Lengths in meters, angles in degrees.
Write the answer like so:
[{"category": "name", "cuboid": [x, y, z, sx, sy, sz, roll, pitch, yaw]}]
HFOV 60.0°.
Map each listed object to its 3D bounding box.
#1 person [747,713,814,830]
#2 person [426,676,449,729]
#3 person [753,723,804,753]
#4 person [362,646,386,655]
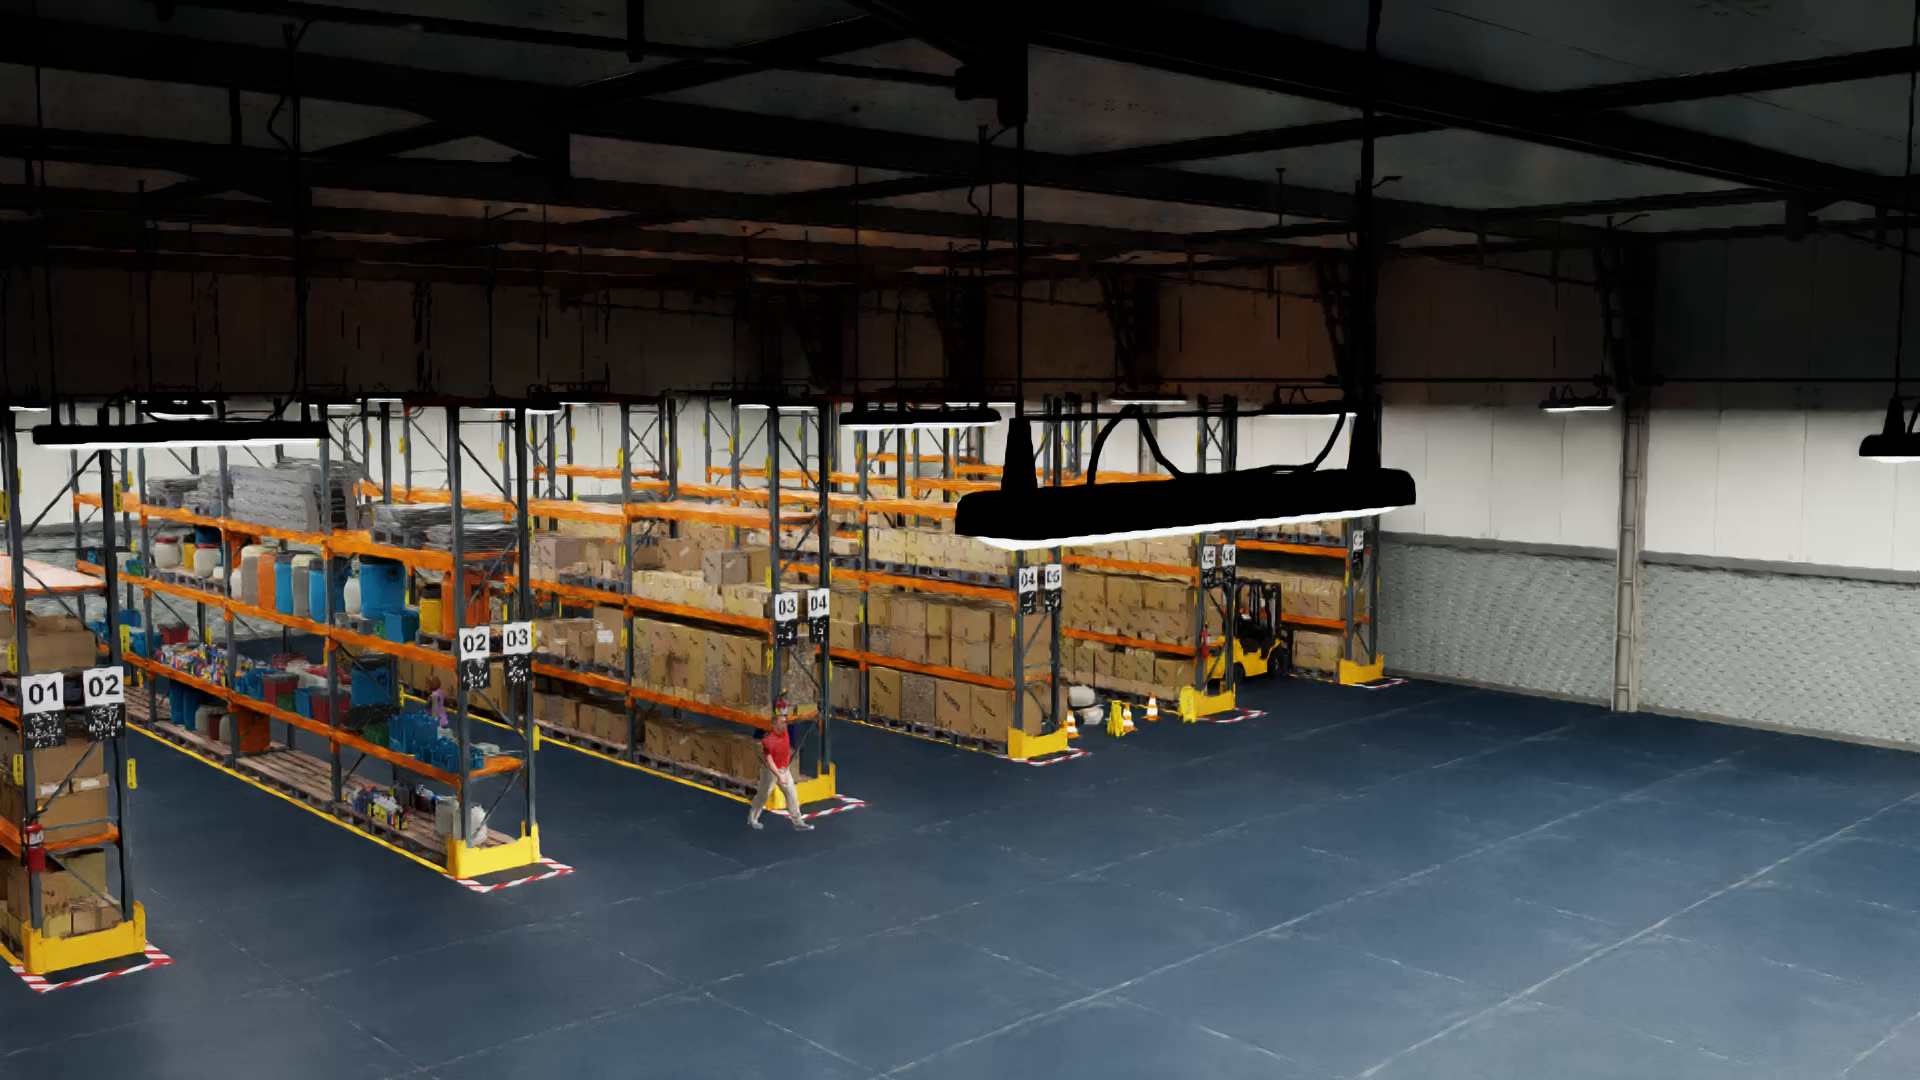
[{"category": "person", "cuboid": [-2.554, 3.242, 23.247, 1.036, 1.659, 0.536, 4, 7, 38]}, {"category": "person", "cuboid": [-8.365, 2.960, 26.543, 0.527, 1.592, 0.522, -1, 6, -11]}, {"category": "person", "cuboid": [-3.121, 2.835, 28.041, 0.824, 1.564, 0.655, 3, 6, 29]}, {"category": "person", "cuboid": [-11.245, 2.431, 32.001, 1.110, 1.591, 0.445, 5, 8, 44]}]
